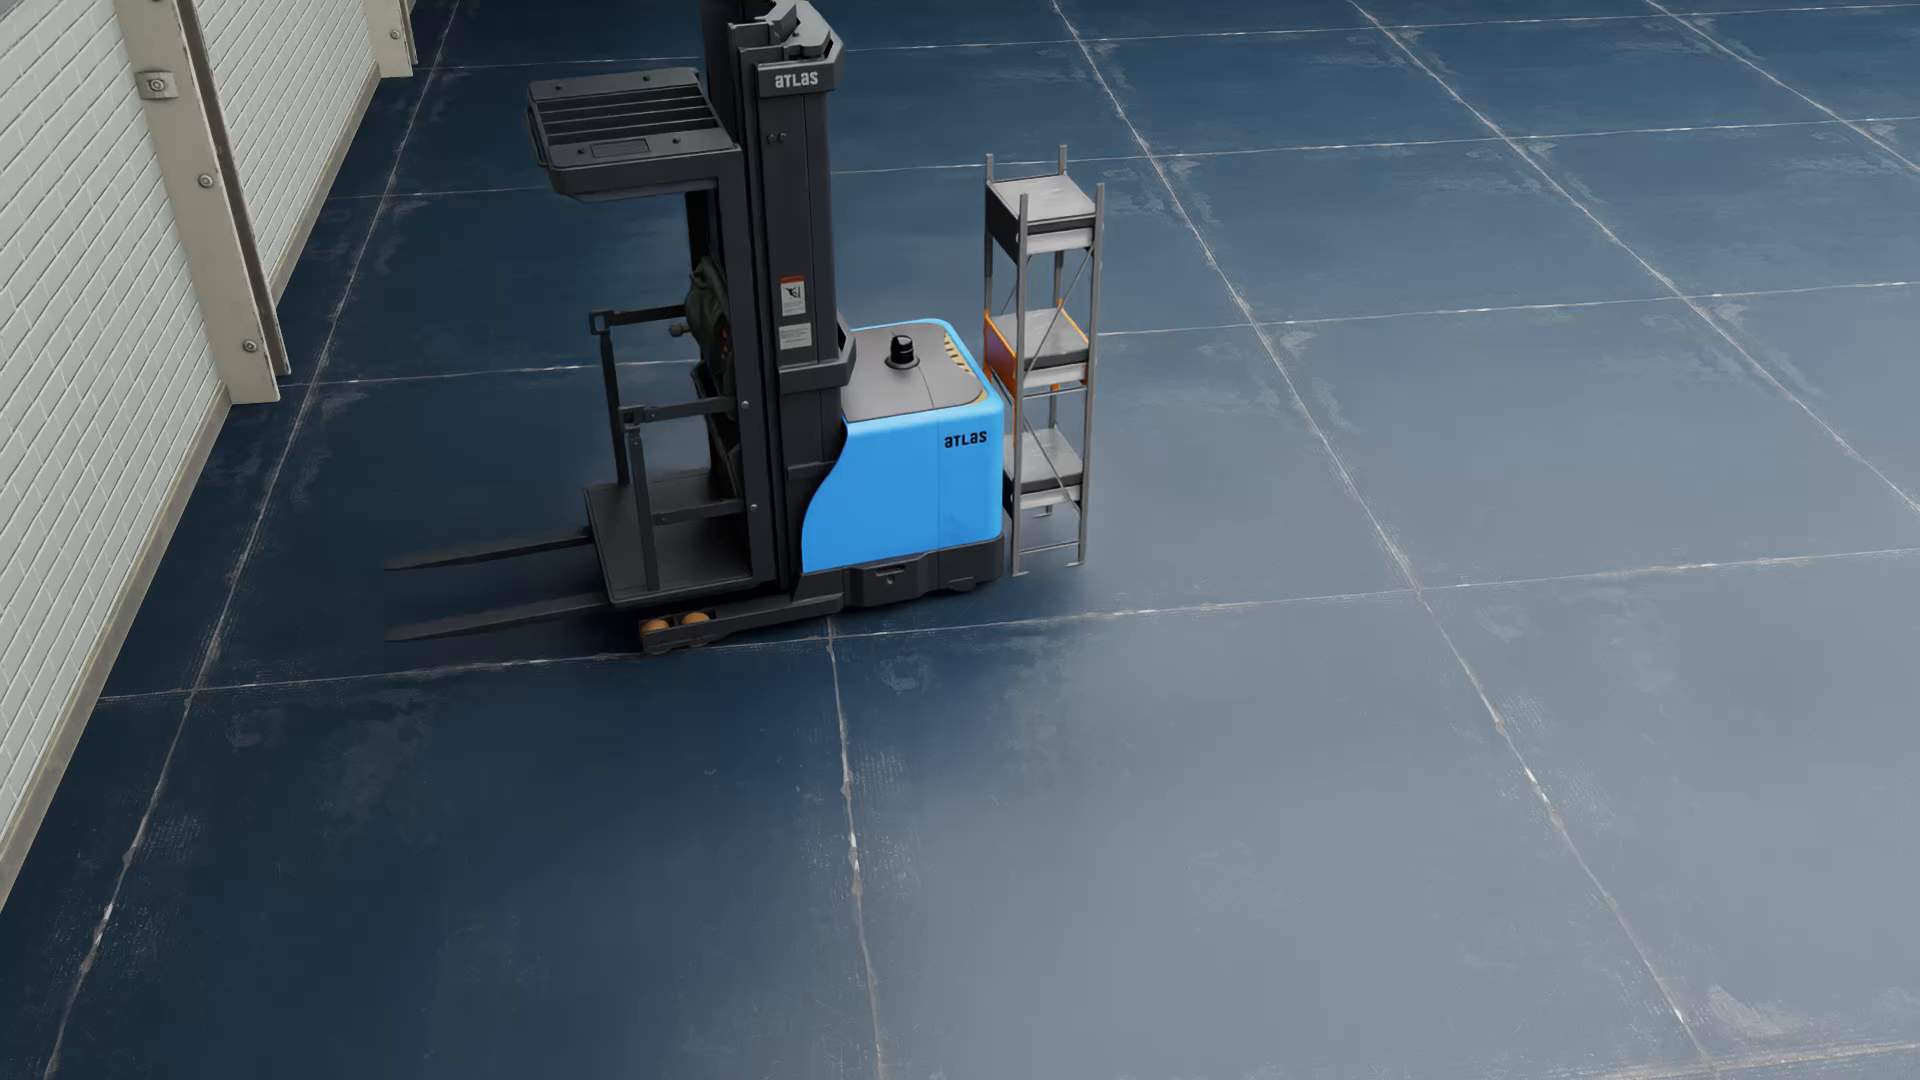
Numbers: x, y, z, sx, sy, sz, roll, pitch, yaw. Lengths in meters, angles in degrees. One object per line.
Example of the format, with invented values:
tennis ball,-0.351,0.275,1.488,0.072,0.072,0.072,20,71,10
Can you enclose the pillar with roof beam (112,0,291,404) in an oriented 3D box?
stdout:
pillar with roof beam,-0.059,-4.987,8.206,9.100,9.000,0.400,-4,35,-6

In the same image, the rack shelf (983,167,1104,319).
rack shelf,0.387,-1.410,7.864,0.431,0.518,0.480,-10,36,-14

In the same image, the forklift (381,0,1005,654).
forklift,-1.350,-0.990,7.729,3.031,2.935,1.130,-10,36,-14

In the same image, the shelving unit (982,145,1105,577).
shelving unit,0.387,-0.843,8.251,0.431,2.100,0.503,-10,36,-14

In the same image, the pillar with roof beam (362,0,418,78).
pillar with roof beam,-0.866,-8.335,13.119,9.100,9.000,0.400,-4,35,-6

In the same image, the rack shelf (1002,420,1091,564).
rack shelf,0.387,-0.253,8.653,0.431,0.518,0.480,-10,36,-14

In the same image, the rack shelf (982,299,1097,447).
rack shelf,0.387,-0.831,8.258,0.431,0.518,0.480,-10,36,-14

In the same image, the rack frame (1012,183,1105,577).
rack frame,0.460,-0.712,8.058,0.400,2.100,0.015,-10,36,-14

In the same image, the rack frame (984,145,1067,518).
rack frame,0.313,-0.974,8.443,0.400,2.100,0.015,-10,36,-14
